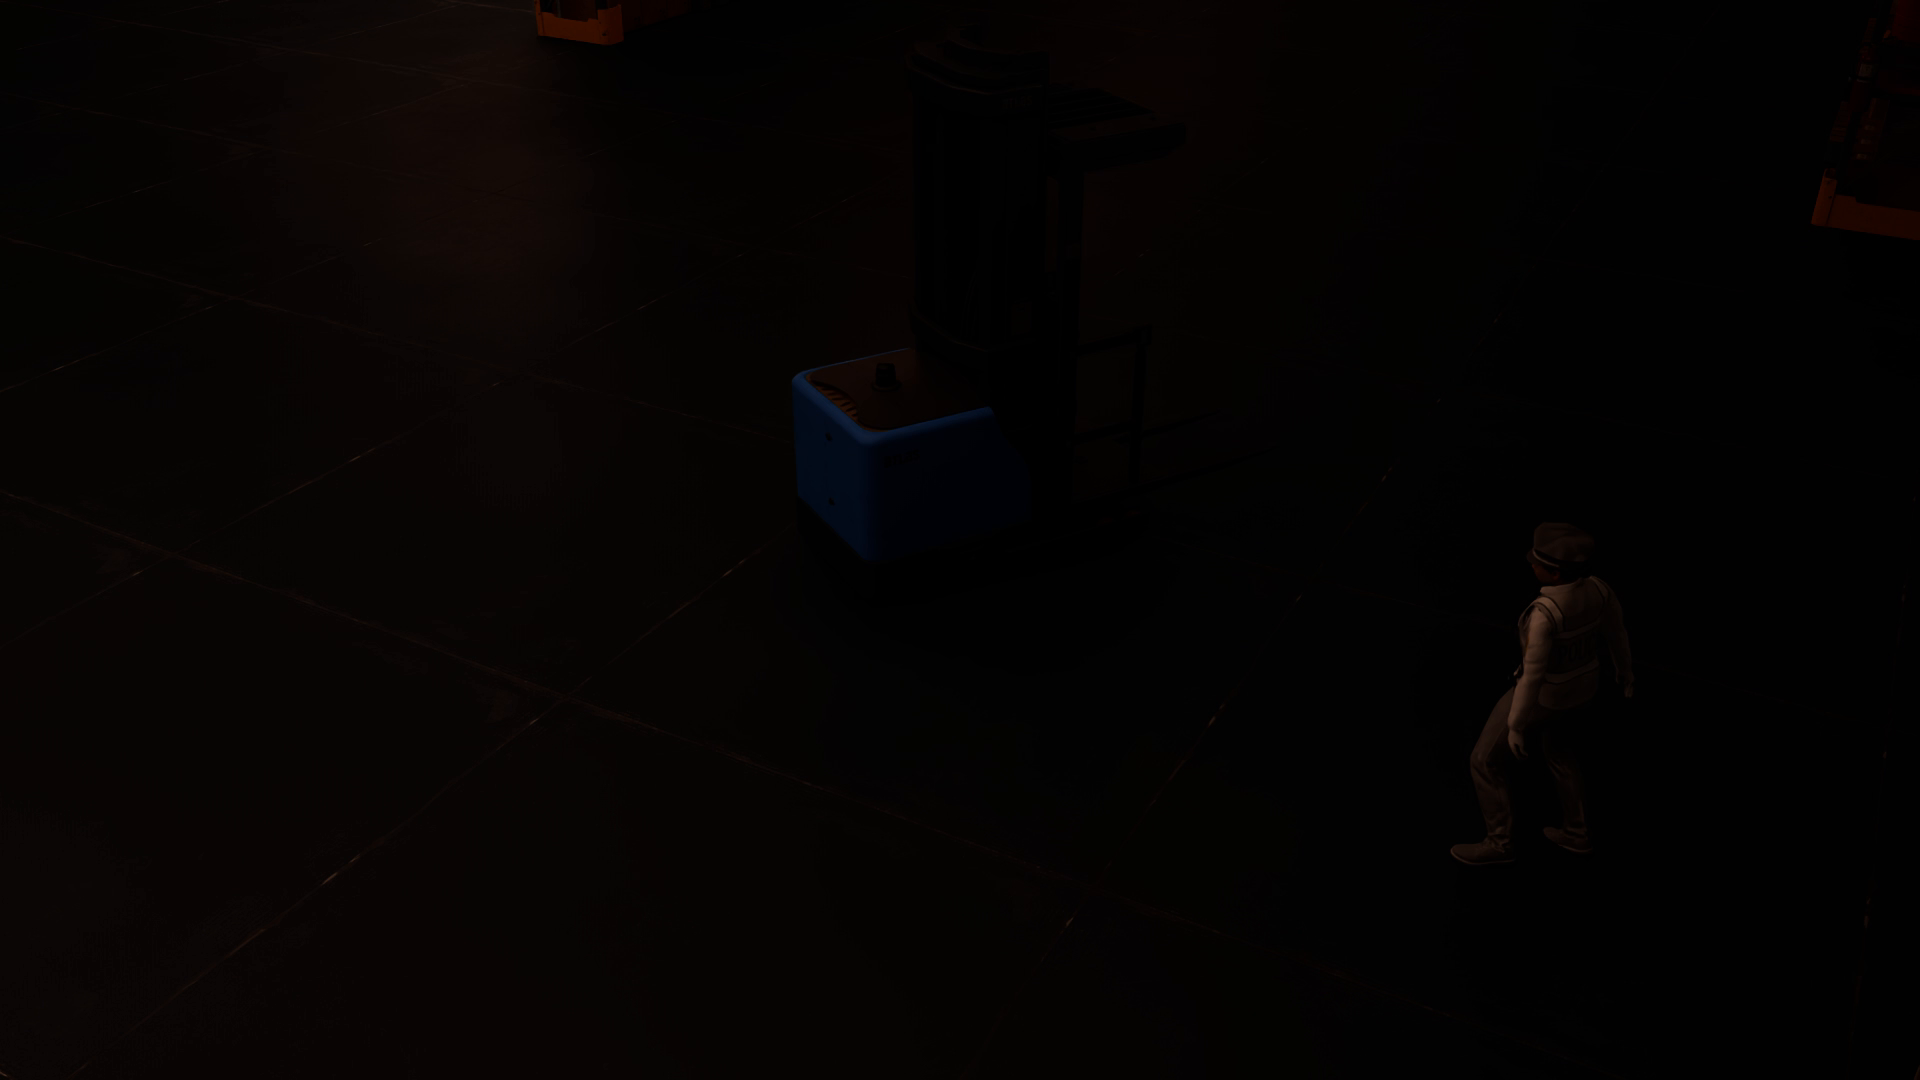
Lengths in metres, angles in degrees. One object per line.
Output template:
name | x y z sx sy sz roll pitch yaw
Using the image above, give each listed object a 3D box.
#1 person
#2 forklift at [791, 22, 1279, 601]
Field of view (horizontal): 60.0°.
person | 2.615 0.706 7.230 0.812 1.647 0.441 -15 33 -25
forklift | 0.555 -1.451 9.585 3.031 2.935 1.130 -16 34 -25
